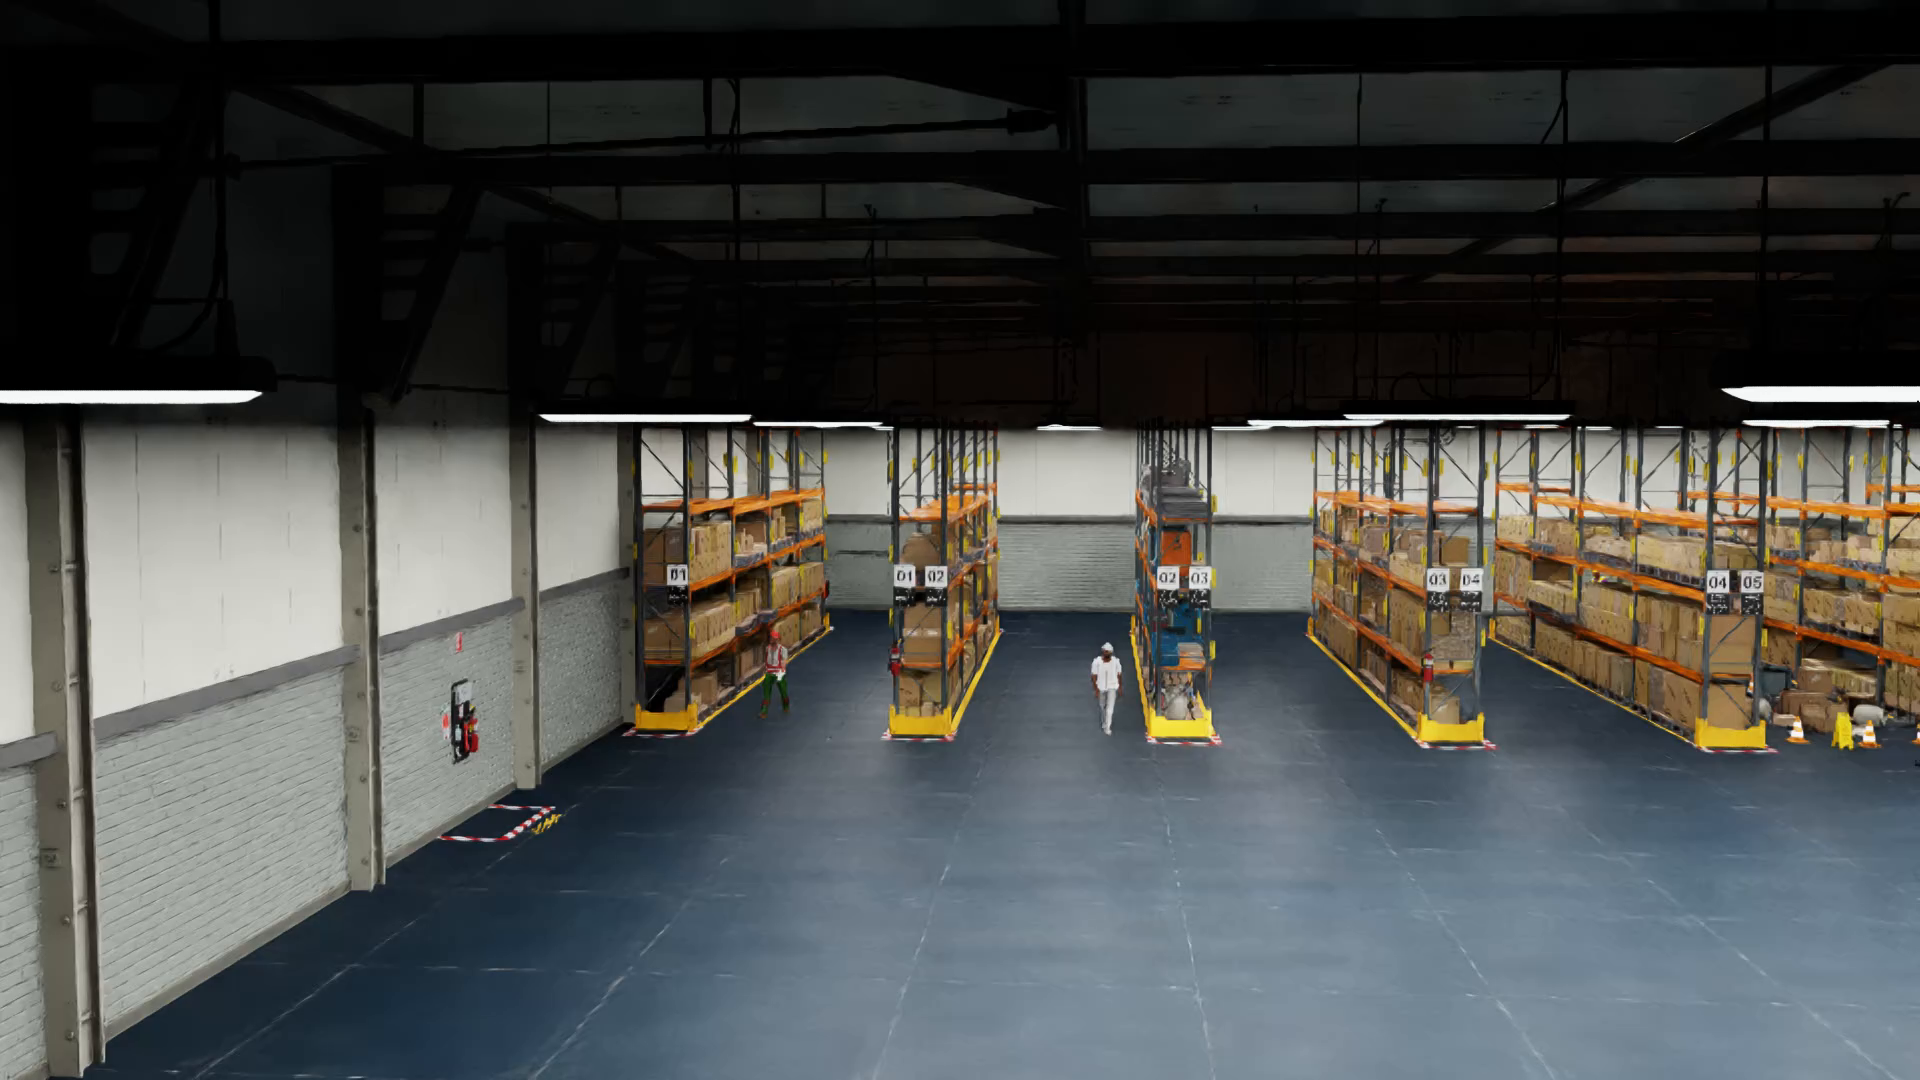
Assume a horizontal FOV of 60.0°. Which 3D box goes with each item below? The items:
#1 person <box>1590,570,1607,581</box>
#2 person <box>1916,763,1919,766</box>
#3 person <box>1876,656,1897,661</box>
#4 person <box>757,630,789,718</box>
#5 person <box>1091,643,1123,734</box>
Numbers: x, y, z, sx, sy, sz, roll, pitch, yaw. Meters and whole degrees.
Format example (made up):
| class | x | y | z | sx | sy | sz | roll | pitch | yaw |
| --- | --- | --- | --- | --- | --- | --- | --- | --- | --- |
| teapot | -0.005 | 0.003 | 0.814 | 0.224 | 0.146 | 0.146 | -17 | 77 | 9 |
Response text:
| class | x | y | z | sx | sy | sz | roll | pitch | yaw |
| --- | --- | --- | --- | --- | --- | --- | --- | --- | --- |
| person | 18.640 | 1.670 | 48.461 | 0.495 | 1.747 | 0.660 | -2 | 4 | -31 |
| person | 16.646 | 3.028 | 28.174 | 0.624 | 1.722 | 0.644 | -1 | 4 | -18 |
| person | 23.259 | 2.159 | 41.605 | 0.525 | 1.669 | 0.565 | 2 | 4 | 22 |
| person | -3.703 | 2.671 | 33.327 | 0.531 | 1.728 | 1.036 | 1 | 4 | 13 |
| person | 2.779 | 2.787 | 31.536 | 0.578 | 1.690 | 1.059 | 1 | 4 | 11 |
